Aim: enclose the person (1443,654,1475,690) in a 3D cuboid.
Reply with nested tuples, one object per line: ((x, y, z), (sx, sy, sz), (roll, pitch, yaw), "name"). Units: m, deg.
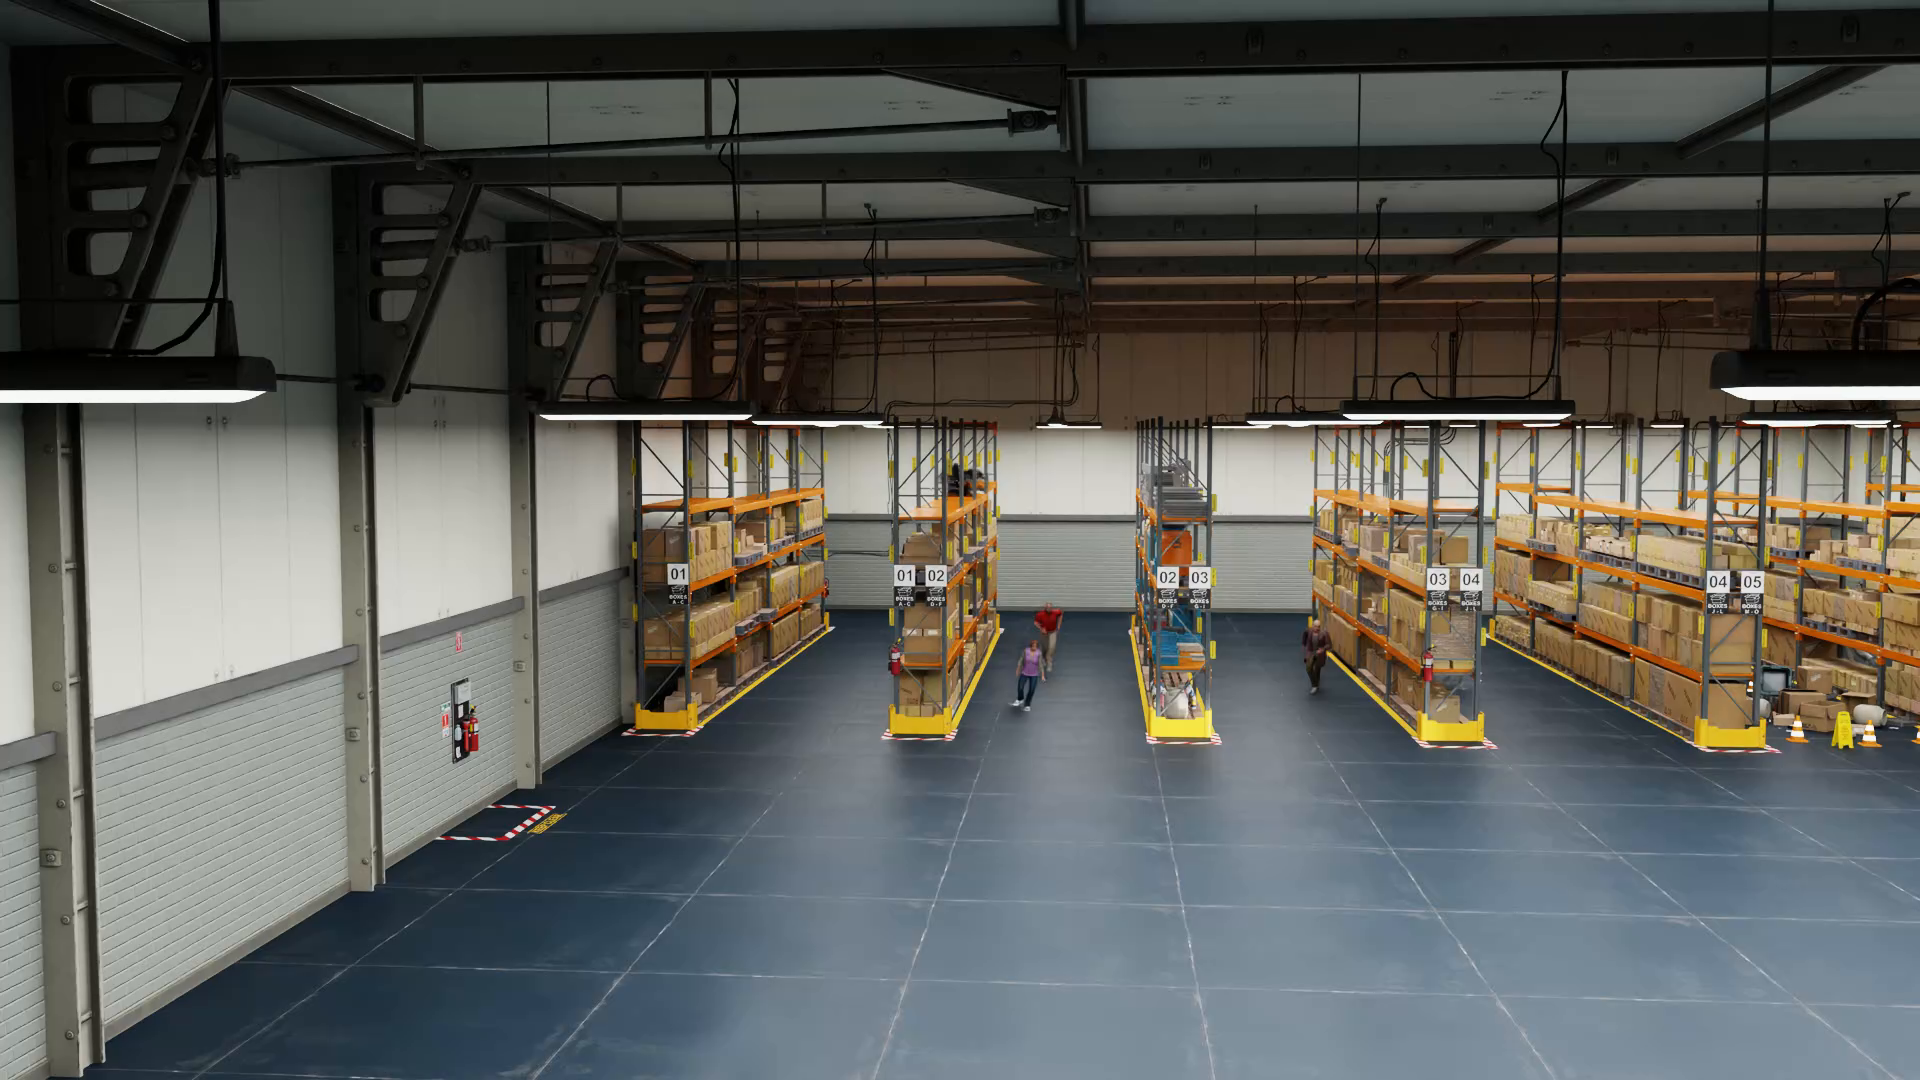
((11.095, 2.487, 36.926), (0.693, 1.652, 0.537), (1, 4, 14), "person")

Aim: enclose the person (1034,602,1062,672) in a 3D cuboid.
((2.109, 2.308, 40.086), (0.703, 1.694, 1.023), (0, 4, -6), "person")

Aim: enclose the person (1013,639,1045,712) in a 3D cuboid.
((1.409, 2.743, 33.885), (0.661, 1.518, 0.607), (0, 4, 3), "person")

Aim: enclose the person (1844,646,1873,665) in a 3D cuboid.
((21.350, 2.326, 39.531), (0.718, 1.658, 0.885), (0, 4, -4), "person")

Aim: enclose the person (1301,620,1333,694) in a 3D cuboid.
((7.820, 2.516, 36.436), (0.710, 1.621, 1.159), (1, 4, 17), "person")
